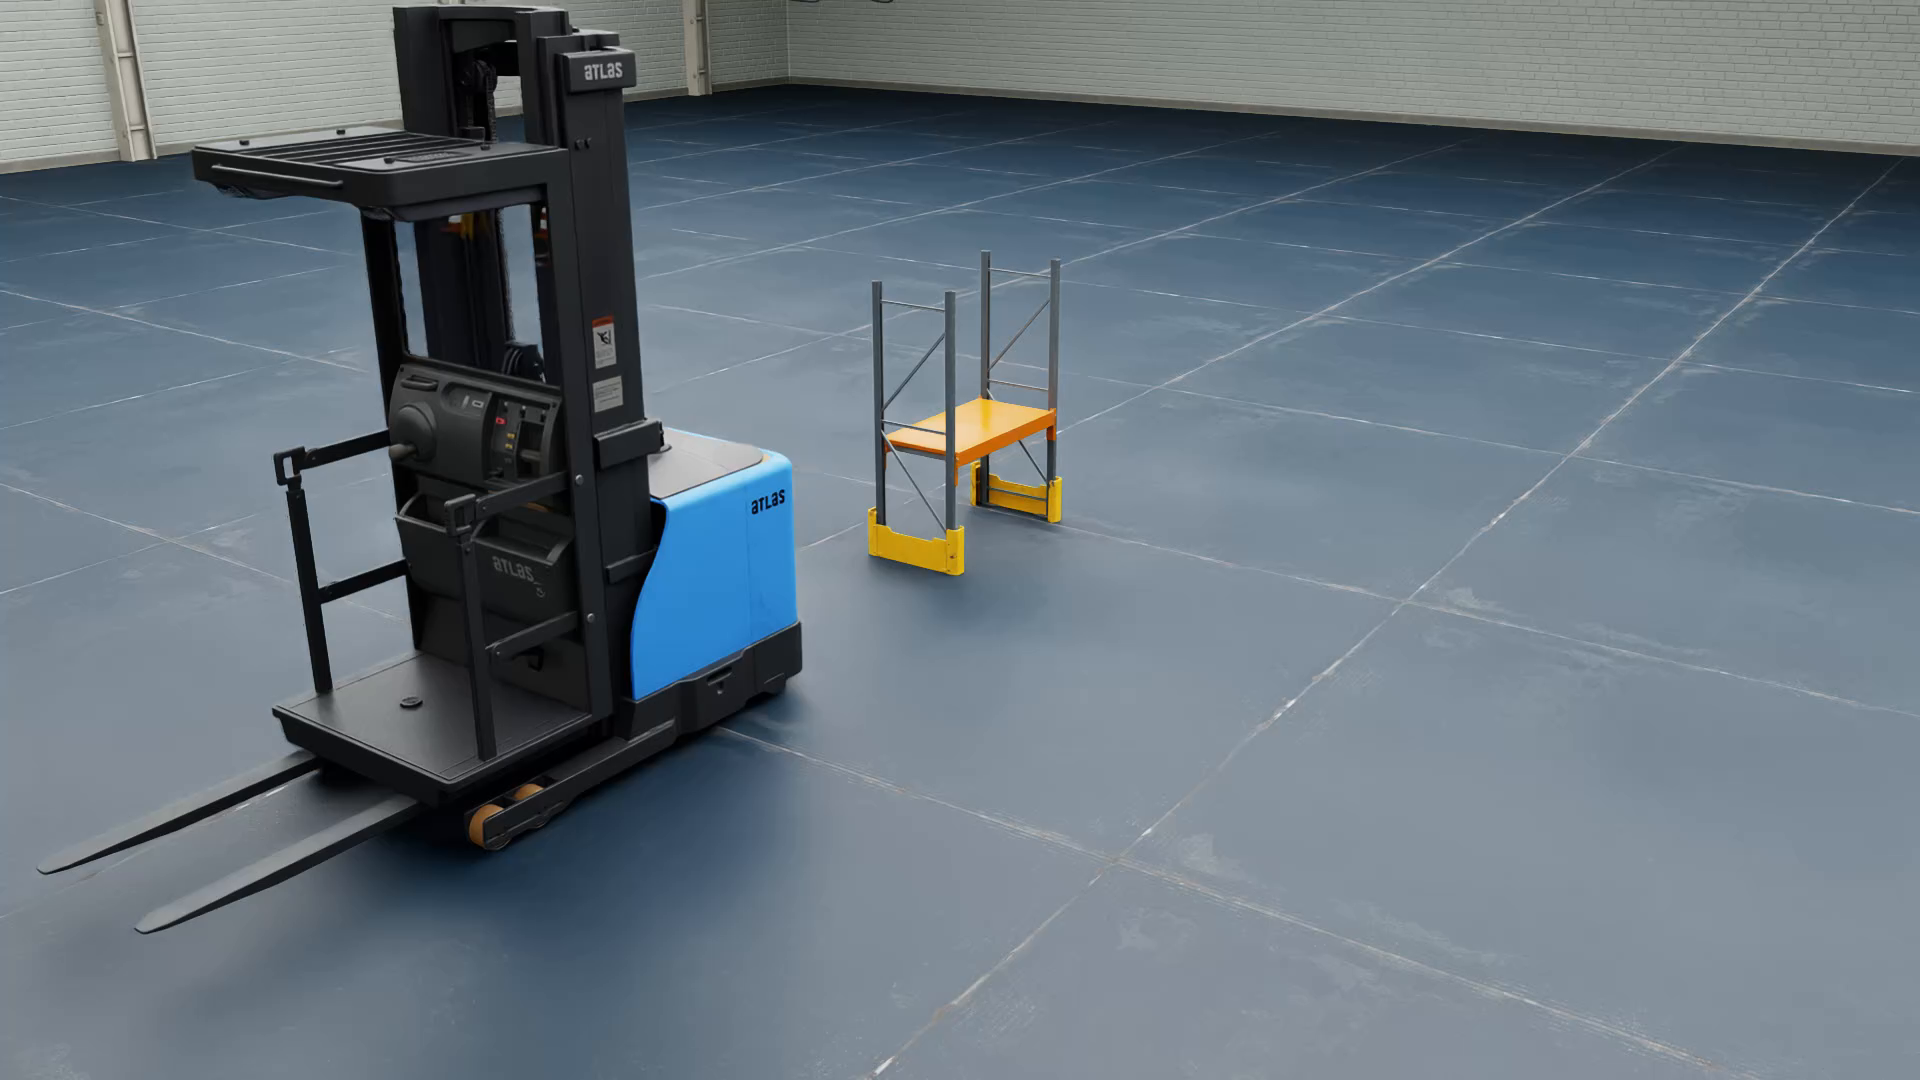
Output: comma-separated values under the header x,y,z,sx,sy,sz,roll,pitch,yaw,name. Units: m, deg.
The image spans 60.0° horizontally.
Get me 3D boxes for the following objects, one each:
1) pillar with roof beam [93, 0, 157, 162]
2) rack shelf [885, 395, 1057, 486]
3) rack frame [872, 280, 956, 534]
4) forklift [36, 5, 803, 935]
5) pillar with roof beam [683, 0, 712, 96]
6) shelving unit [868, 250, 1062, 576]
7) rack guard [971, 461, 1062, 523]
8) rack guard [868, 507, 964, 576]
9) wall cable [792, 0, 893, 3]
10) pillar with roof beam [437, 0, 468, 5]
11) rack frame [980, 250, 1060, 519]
x,y,z,sx,sy,sz,roll,pitch,yaw,name
-8.442,-8.945,20.476,9.100,9.000,0.400,13,24,32,pillar with roof beam
0.048,-0.559,9.133,0.538,0.185,1.000,13,24,32,rack shelf
-0.238,-0.582,8.677,0.500,1.500,0.032,13,24,32,rack frame
-1.974,-0.415,6.163,1.130,2.935,3.031,14,24,33,forklift
-1.697,-12.388,29.784,9.100,9.000,0.400,13,24,32,pillar with roof beam
0.043,-0.725,9.064,0.587,1.500,1.083,13,24,32,shelving unit
0.323,-0.282,9.667,0.587,0.250,0.087,13,24,32,rack guard
-0.237,0.004,8.894,0.587,0.250,0.087,13,24,32,rack guard
-2.507,-12.358,34.180,3.097,2.526,0.112,13,24,32,wall cable
-5.070,-10.666,25.130,9.100,9.000,0.400,13,24,32,pillar with roof beam
0.334,-0.874,9.465,0.500,1.500,0.032,13,24,32,rack frame
